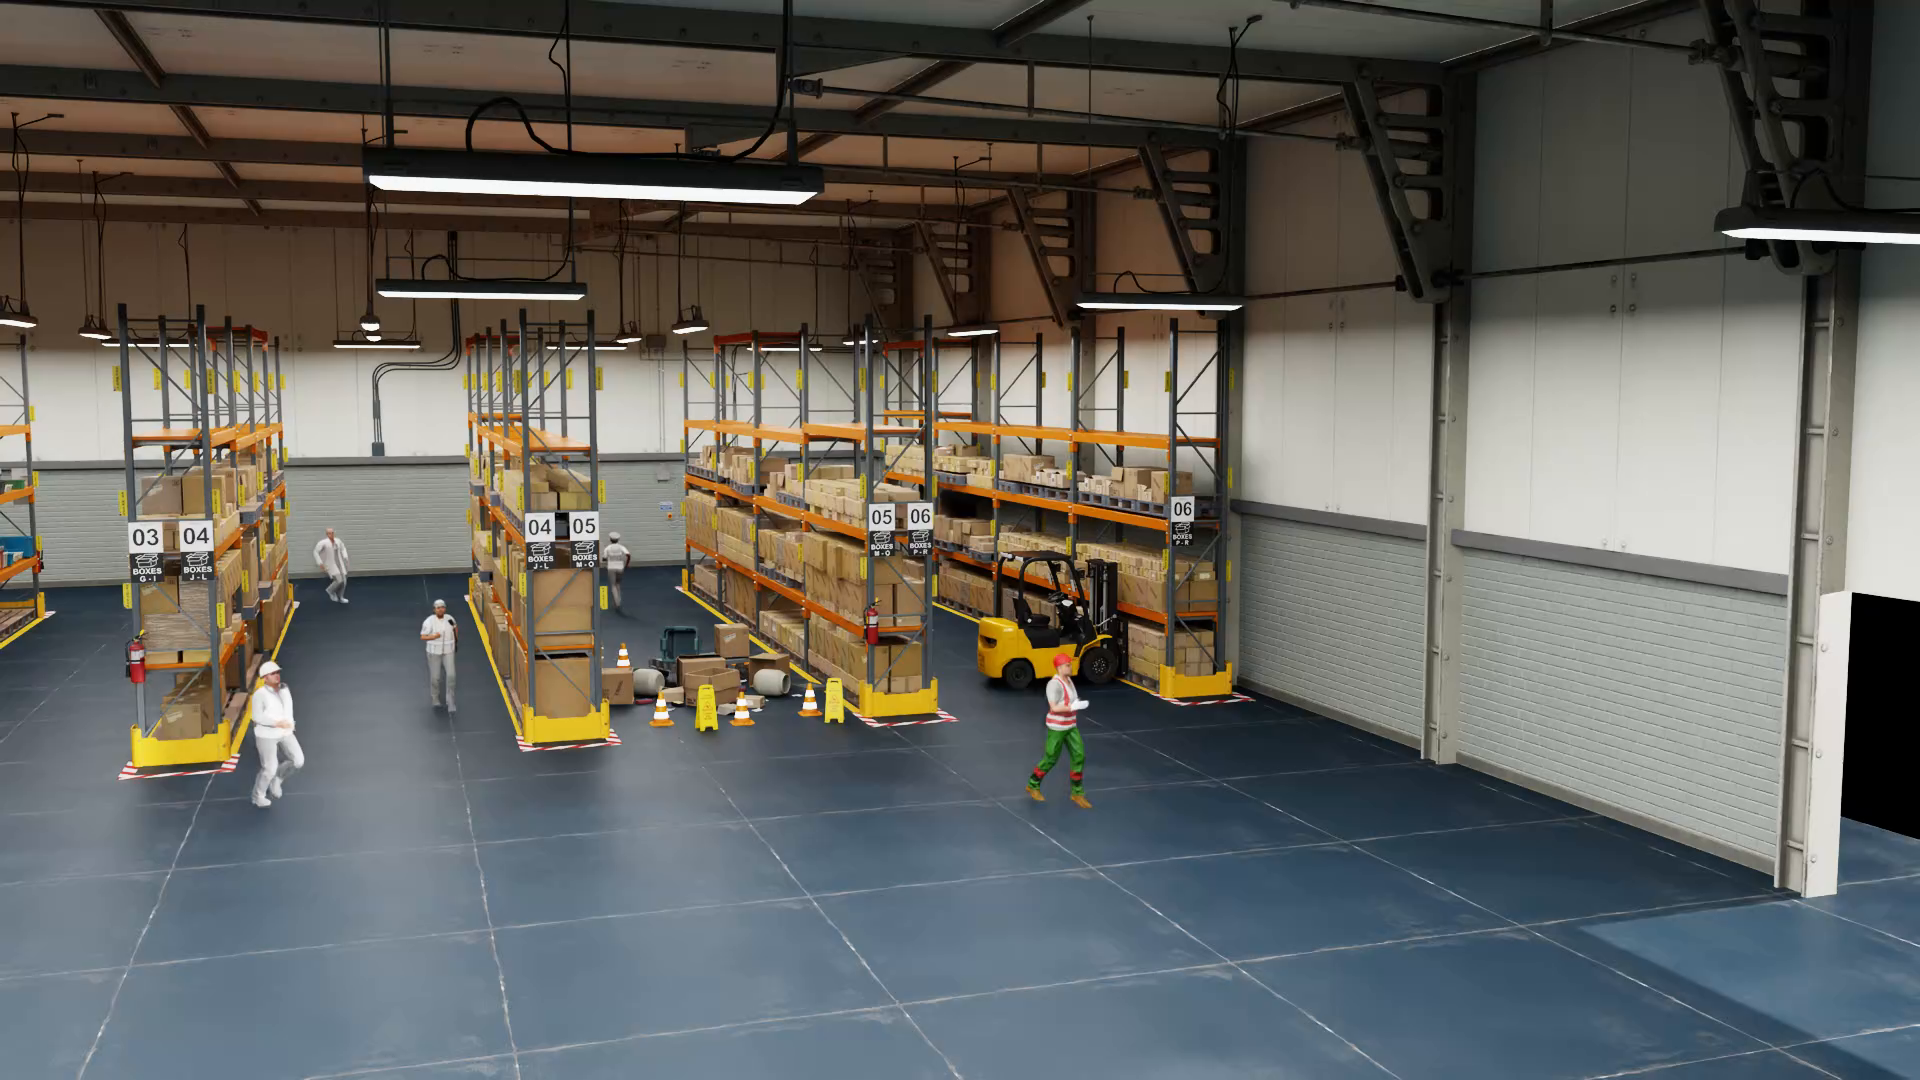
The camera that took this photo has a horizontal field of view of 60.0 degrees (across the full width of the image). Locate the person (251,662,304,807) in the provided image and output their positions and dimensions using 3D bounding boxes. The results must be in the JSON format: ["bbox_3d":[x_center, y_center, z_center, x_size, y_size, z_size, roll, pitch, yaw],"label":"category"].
[{"bbox_3d":[-8.036,2.279,19.579,0.740,1.726,0.681,3,6,28],"label":"person"}]

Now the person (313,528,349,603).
[{"bbox_3d":[-14.153,0.588,37.535,0.568,1.723,0.772,4,7,34],"label":"person"}]

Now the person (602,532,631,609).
[{"bbox_3d":[-7.527,0.706,36.404,0.538,1.752,0.781,-3,6,-30],"label":"person"}]

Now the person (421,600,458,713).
[{"bbox_3d":[-7.936,1.762,25.421,0.588,1.718,0.735,-3,6,-27],"label":"person"}]

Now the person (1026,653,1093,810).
[{"bbox_3d":[1.165,2.243,19.588,0.837,1.846,0.662,4,6,33],"label":"person"}]
